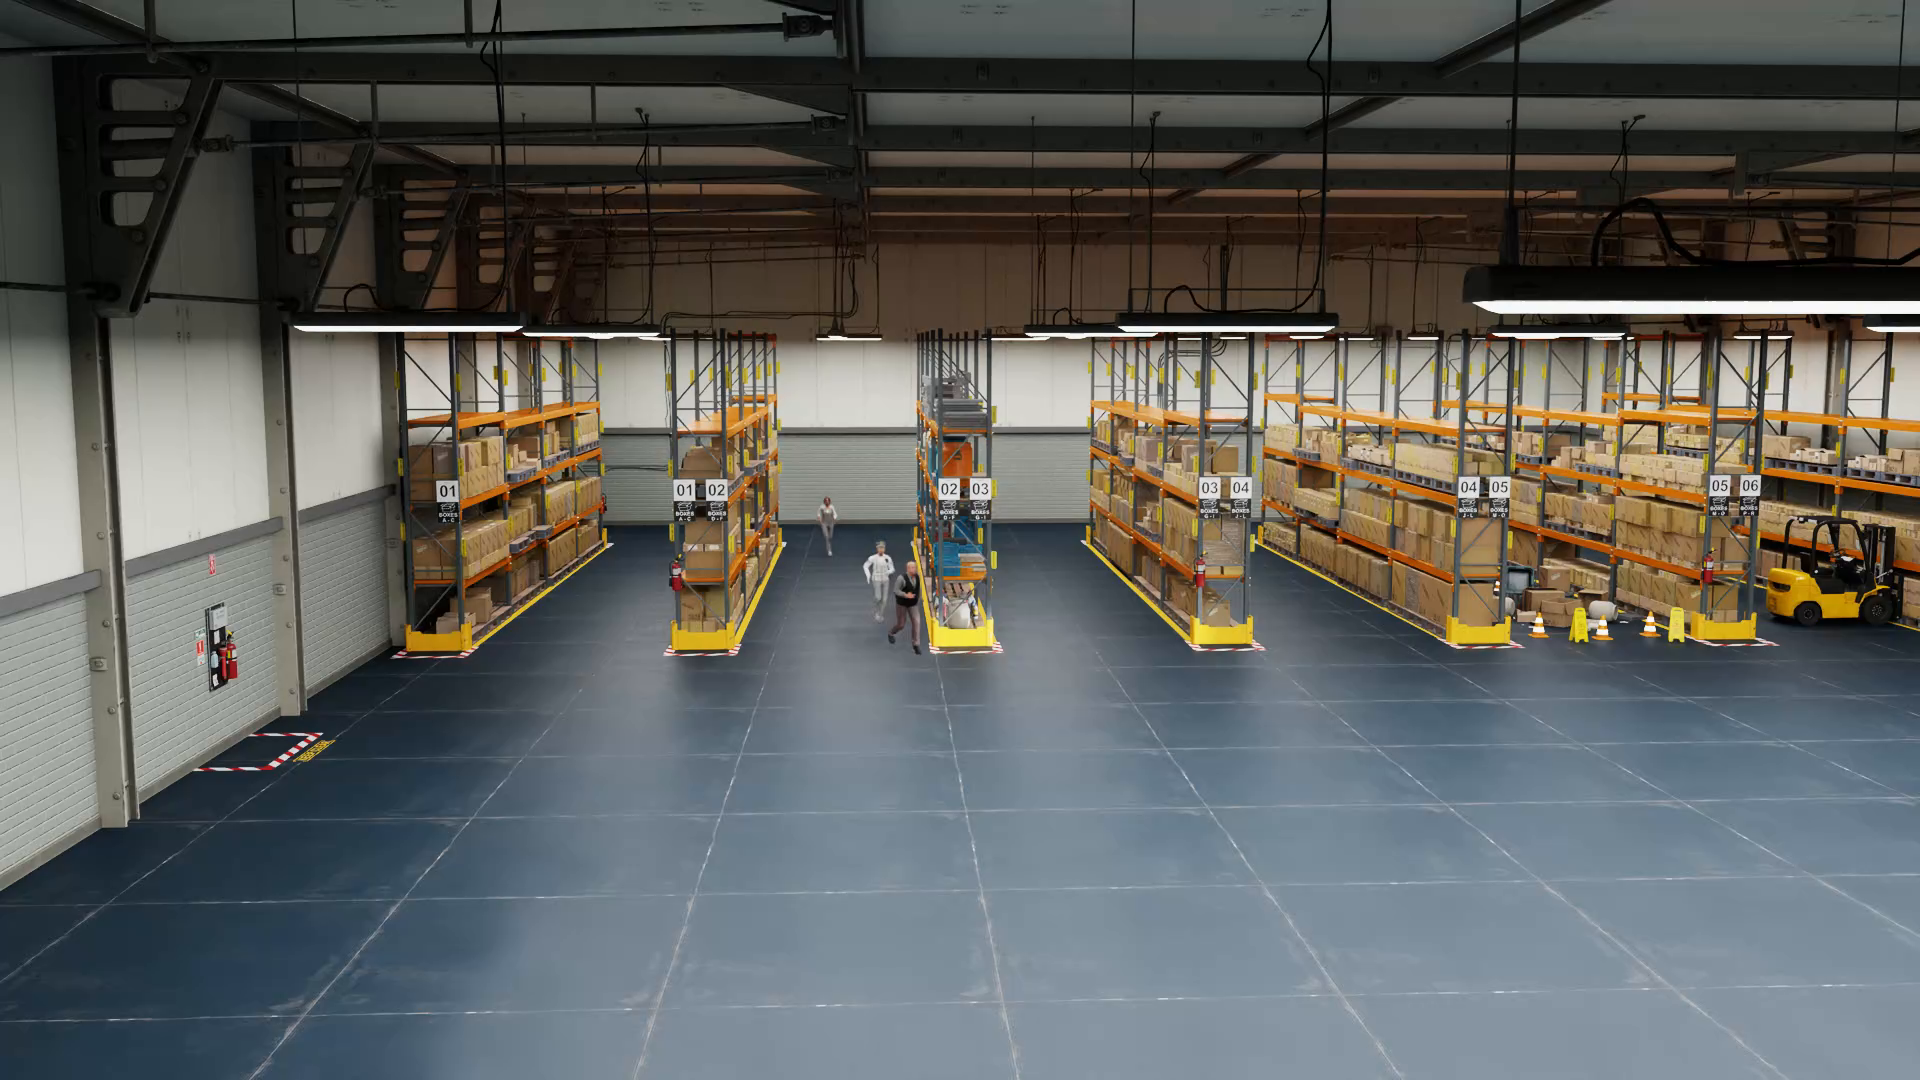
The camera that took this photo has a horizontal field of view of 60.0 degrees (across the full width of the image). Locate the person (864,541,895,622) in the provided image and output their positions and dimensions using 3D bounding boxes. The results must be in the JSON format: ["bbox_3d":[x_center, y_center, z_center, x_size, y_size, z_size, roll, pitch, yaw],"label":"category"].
[{"bbox_3d":[-1.622,0.851,34.020,0.591,1.660,0.624,-2,7,-17],"label":"person"}]

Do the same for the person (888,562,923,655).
[{"bbox_3d":[-1.009,1.234,31.082,0.695,1.710,1.037,-5,9,-38],"label":"person"}]

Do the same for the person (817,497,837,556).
[{"bbox_3d":[-3.613,-0.390,45.186,0.546,1.585,0.780,-1,7,-11],"label":"person"}]
